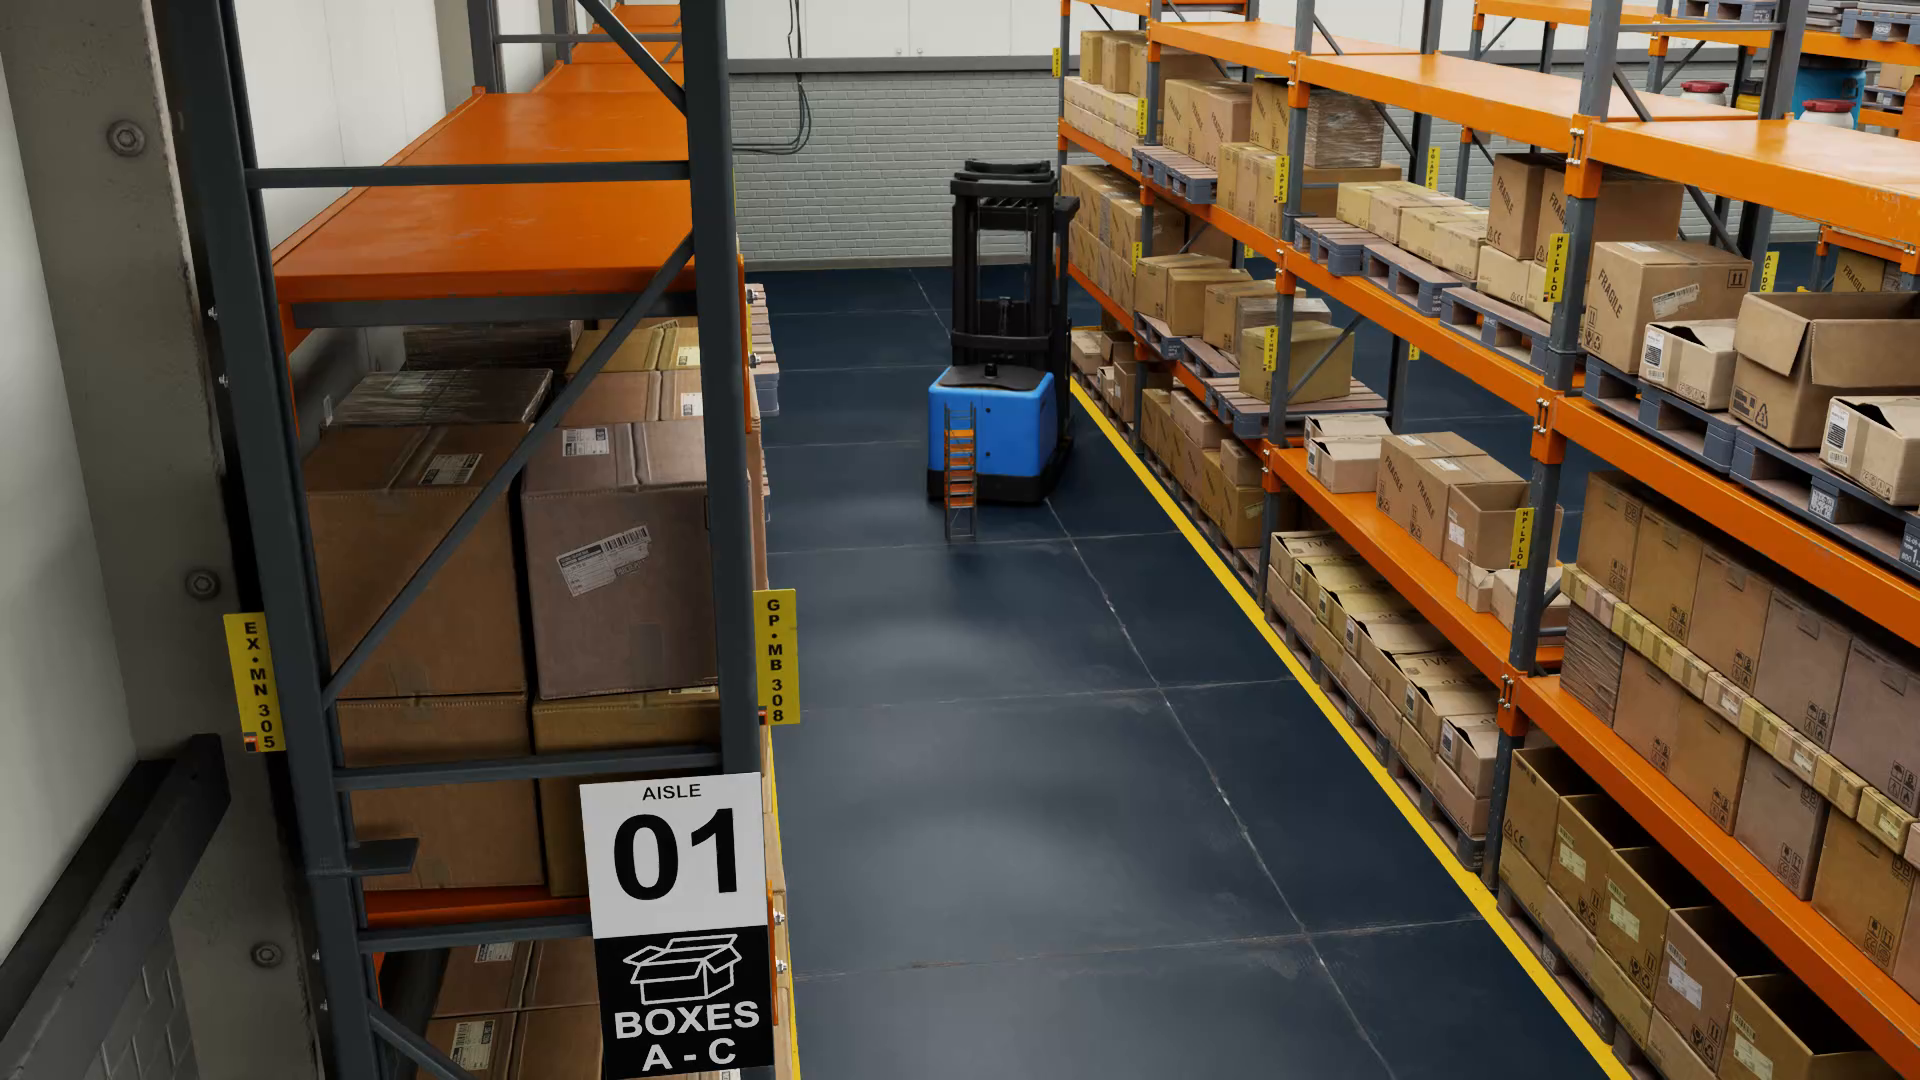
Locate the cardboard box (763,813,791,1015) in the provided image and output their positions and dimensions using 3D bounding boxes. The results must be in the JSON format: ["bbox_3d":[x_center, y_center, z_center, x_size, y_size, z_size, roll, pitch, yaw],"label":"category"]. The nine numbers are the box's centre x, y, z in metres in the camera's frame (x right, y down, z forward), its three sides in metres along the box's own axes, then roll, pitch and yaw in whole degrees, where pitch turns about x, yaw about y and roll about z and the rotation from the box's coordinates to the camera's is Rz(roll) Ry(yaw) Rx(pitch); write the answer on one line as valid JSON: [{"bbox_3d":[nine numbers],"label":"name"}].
[{"bbox_3d":[-0.848,1.283,5.608,0.500,0.500,0.500,-4,21,-10],"label":"cardboard box"}]

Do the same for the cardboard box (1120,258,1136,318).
[{"bbox_3d":[1.899,-2.508,16.502,0.500,0.500,0.500,-3,21,-7],"label":"cardboard box"}]

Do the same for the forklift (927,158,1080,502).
[{"bbox_3d":[0.519,-2.192,15.896,1.130,2.935,3.031,4,21,12],"label":"forklift"}]

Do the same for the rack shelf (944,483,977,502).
[{"bbox_3d":[0.002,-0.403,14.050,0.258,0.103,0.180,-3,21,-8],"label":"rack shelf"}]

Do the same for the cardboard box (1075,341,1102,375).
[{"bbox_3d":[1.590,-2.055,18.733,0.500,0.250,0.500,-3,21,-8],"label":"cardboard box"}]

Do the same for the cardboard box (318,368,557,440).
[{"bbox_3d":[-1.357,-0.150,4.442,0.500,0.500,0.500,-2,21,-4],"label":"cardboard box"}]

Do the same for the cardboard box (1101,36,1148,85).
[{"bbox_3d":[1.905,-5.084,17.683,0.700,0.500,0.500,-3,21,-8],"label":"cardboard box"}]

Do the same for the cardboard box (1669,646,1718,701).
[{"bbox_3d":[3.373,0.574,7.321,0.380,0.149,0.250,-4,21,-10],"label":"cardboard box"}]

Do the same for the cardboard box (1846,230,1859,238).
[{"bbox_3d":[11.215,-3.839,20.565,0.380,0.149,0.250,-3,21,-9],"label":"cardboard box"}]

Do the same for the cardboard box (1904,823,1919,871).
[{"bbox_3d":[3.601,1.114,5.877,0.380,0.149,0.250,-3,21,-7],"label":"cardboard box"}]

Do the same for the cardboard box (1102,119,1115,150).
[{"bbox_3d":[1.749,-4.137,16.934,0.500,0.250,0.500,-3,21,-8],"label":"cardboard box"}]

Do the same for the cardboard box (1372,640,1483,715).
[{"bbox_3d":[2.885,0.819,10.265,0.500,0.311,0.500,-3,21,-8],"label":"cardboard box"}]

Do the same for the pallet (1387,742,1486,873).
[{"bbox_3d":[3.233,1.522,9.840,1.003,0.211,1.213,-3,21,-8],"label":"pallet"}]

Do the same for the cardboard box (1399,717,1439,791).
[{"bbox_3d":[2.960,1.256,9.896,0.500,0.250,0.500,-3,21,-9],"label":"cardboard box"}]

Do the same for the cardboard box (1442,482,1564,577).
[{"bbox_3d":[3.207,-0.027,9.859,0.500,0.500,0.500,-1,21,-4],"label":"cardboard box"}]

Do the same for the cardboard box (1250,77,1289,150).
[{"bbox_3d":[2.598,-3.341,13.016,0.500,0.500,0.500,-3,21,-8],"label":"cardboard box"}]

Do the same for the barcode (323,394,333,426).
[{"bbox_3d":[-1.544,-0.317,4.062,0.001,0.075,0.075,-3,21,-8],"label":"barcode"}]

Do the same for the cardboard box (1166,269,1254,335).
[{"bbox_3d":[2.234,-2.135,14.901,0.700,0.500,0.500,0,20,1],"label":"cardboard box"}]

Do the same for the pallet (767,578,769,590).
[{"bbox_3d":[-1.490,0.538,8.764,1.003,0.211,1.213,-3,21,-8],"label":"pallet"}]

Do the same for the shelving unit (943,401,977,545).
[{"bbox_3d":[0.002,-0.557,13.993,0.258,1.200,0.189,-3,21,-8],"label":"shelving unit"}]

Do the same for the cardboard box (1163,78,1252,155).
[{"bbox_3d":[2.224,-3.819,14.980,0.600,0.600,0.600,-5,21,-13],"label":"cardboard box"}]

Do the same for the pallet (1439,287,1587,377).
[{"bbox_3d":[3.238,-1.152,8.999,0.805,0.209,1.217,-4,21,-10],"label":"pallet"}]

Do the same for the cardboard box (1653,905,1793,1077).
[{"bbox_3d":[3.353,1.904,7.088,0.500,0.500,0.500,-3,21,-8],"label":"cardboard box"}]

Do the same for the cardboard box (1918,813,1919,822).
[{"bbox_3d":[3.811,0.837,5.692,0.700,0.500,0.500,-3,21,-9],"label":"cardboard box"}]

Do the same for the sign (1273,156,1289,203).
[{"bbox_3d":[2.264,-2.537,11.696,0.100,0.325,0.005,-3,21,-8],"label":"sign"}]

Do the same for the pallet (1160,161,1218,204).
[{"bbox_3d":[2.402,-3.030,14.023,1.213,0.211,1.003,-3,21,-8],"label":"pallet"}]

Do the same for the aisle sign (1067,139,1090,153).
[{"bbox_3d":[1.348,-4.913,19.367,0.394,0.787,0.004,-3,21,-8],"label":"aisle sign"}]

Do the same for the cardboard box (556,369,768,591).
[{"bbox_3d":[-0.784,-0.147,4.435,0.500,0.500,0.500,-3,21,-8],"label":"cardboard box"}]

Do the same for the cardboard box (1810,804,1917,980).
[{"bbox_3d":[3.754,1.291,6.331,0.700,0.500,0.500,-3,21,-7],"label":"cardboard box"}]

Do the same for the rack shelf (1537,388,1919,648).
[{"bbox_3d":[3.666,0.093,6.421,1.077,0.370,4.000,-3,21,-8],"label":"rack shelf"}]

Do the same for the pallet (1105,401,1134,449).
[{"bbox_3d":[2.127,-1.233,17.215,1.003,0.211,1.213,-3,21,-8],"label":"pallet"}]

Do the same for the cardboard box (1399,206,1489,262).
[{"bbox_3d":[3.087,-1.914,10.382,0.500,0.250,0.500,-3,21,-9],"label":"cardboard box"}]

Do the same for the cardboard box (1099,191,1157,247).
[{"bbox_3d":[1.747,-3.330,17.274,0.500,0.500,0.500,-3,21,-7],"label":"cardboard box"}]

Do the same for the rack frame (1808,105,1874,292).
[{"bbox_3d":[11.452,-4.185,21.133,1.000,3.000,0.127,-3,21,-8],"label":"rack frame"}]

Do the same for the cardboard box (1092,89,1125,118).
[{"bbox_3d":[1.676,-4.545,17.310,0.500,0.250,0.500,-3,21,-8],"label":"cardboard box"}]

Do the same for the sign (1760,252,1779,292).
[{"bbox_3d":[3.927,-1.244,8.122,0.100,0.325,0.005,-3,21,-8],"label":"sign"}]

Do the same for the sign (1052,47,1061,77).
[{"bbox_3d":[1.111,-5.473,19.047,0.100,0.325,0.005,-3,21,-8],"label":"sign"}]

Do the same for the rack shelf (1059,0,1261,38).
[{"bbox_3d":[1.936,-5.466,17.021,1.077,0.370,4.000,-3,21,-8],"label":"rack shelf"}]

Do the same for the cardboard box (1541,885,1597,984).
[{"bbox_3d":[3.212,1.909,8.147,0.500,0.250,0.500,-3,21,-8],"label":"cardboard box"}]

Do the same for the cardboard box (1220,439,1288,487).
[{"bbox_3d":[2.422,-0.634,13.498,0.500,0.250,0.500,-2,21,-6],"label":"cardboard box"}]

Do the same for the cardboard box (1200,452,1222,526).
[{"bbox_3d":[2.360,-0.443,14.058,0.500,0.500,0.500,-4,21,-10],"label":"cardboard box"}]

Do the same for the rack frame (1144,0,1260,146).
[{"bbox_3d":[2.225,-5.112,15.041,1.000,3.000,0.127,-3,21,-8],"label":"rack frame"}]

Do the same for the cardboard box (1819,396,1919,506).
[{"bbox_3d":[3.447,-0.350,5.906,0.500,0.311,0.500,-1,20,-1],"label":"cardboard box"}]

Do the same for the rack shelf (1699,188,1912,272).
[{"bbox_3d":[7.415,-2.925,14.503,1.077,0.370,4.000,-3,21,-8],"label":"rack shelf"}]

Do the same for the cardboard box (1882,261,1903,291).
[{"bbox_3d":[11.754,-2.853,20.005,0.875,0.875,0.875,-3,21,-8],"label":"cardboard box"}]

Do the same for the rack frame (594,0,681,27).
[{"bbox_3d":[-2.677,-4.860,14.368,1.000,3.000,0.127,-3,21,-8],"label":"rack frame"}]

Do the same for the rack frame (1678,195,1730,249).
[{"bbox_3d":[7.127,-2.550,16.756,1.000,3.000,0.127,-3,21,-8],"label":"rack frame"}]

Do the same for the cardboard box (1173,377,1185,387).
[{"bbox_3d":[2.244,-1.635,17.728,0.380,0.166,0.250,-3,21,-8],"label":"cardboard box"}]

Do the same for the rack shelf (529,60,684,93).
[{"bbox_3d":[-1.812,-2.259,9.002,1.077,0.370,4.000,-3,21,-8],"label":"rack shelf"}]

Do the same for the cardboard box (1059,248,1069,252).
[{"bbox_3d":[1.451,-3.566,19.334,0.500,0.500,0.500,-2,21,-7],"label":"cardboard box"}]
